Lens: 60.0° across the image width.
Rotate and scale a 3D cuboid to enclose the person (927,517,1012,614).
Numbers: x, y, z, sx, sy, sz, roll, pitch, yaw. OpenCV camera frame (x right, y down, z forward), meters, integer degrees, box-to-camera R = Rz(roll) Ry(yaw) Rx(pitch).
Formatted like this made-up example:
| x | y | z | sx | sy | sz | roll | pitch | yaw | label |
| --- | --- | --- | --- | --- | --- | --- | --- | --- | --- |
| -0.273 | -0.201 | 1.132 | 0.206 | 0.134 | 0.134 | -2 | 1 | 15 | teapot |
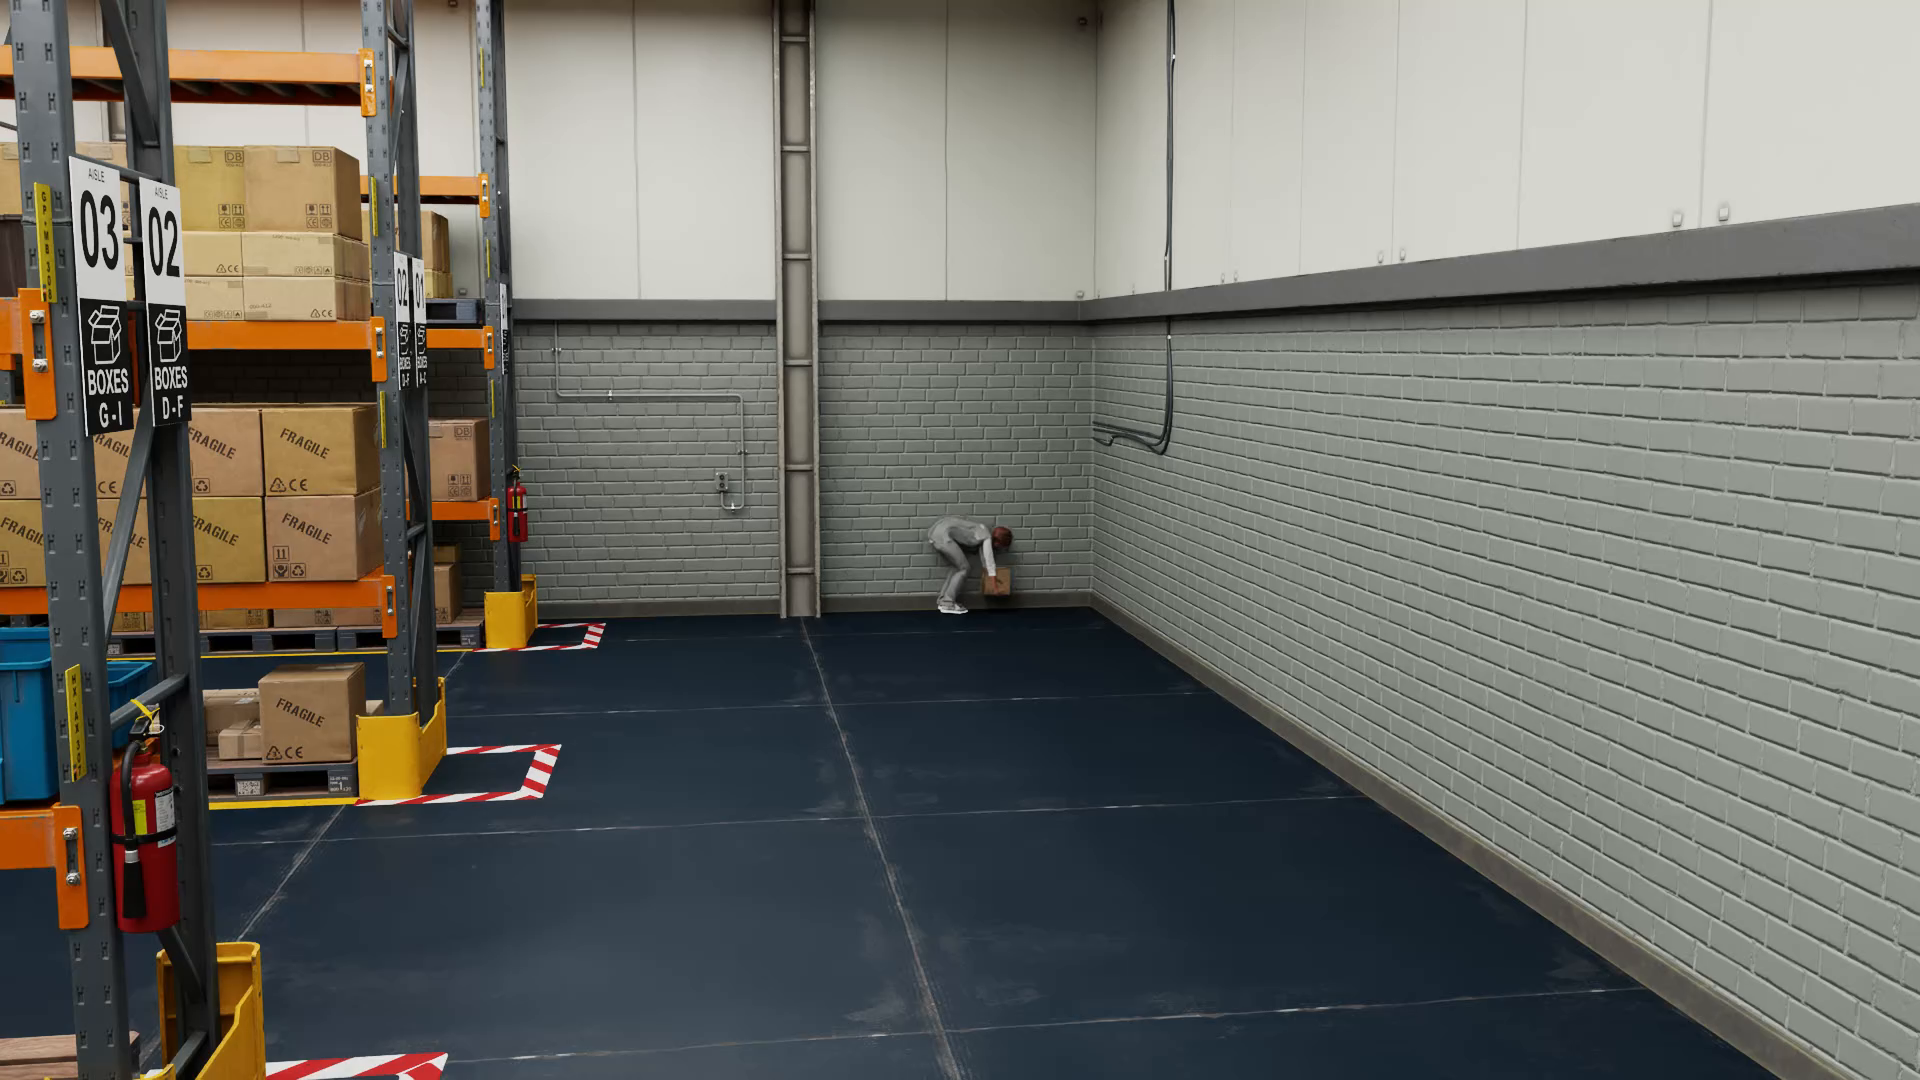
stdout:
| x | y | z | sx | sy | sz | roll | pitch | yaw | label |
| --- | --- | --- | --- | --- | --- | --- | --- | --- | --- |
| 0.103 | 0.245 | 16.679 | 0.868 | 0.959 | 0.410 | -1 | 7 | -11 | person |
